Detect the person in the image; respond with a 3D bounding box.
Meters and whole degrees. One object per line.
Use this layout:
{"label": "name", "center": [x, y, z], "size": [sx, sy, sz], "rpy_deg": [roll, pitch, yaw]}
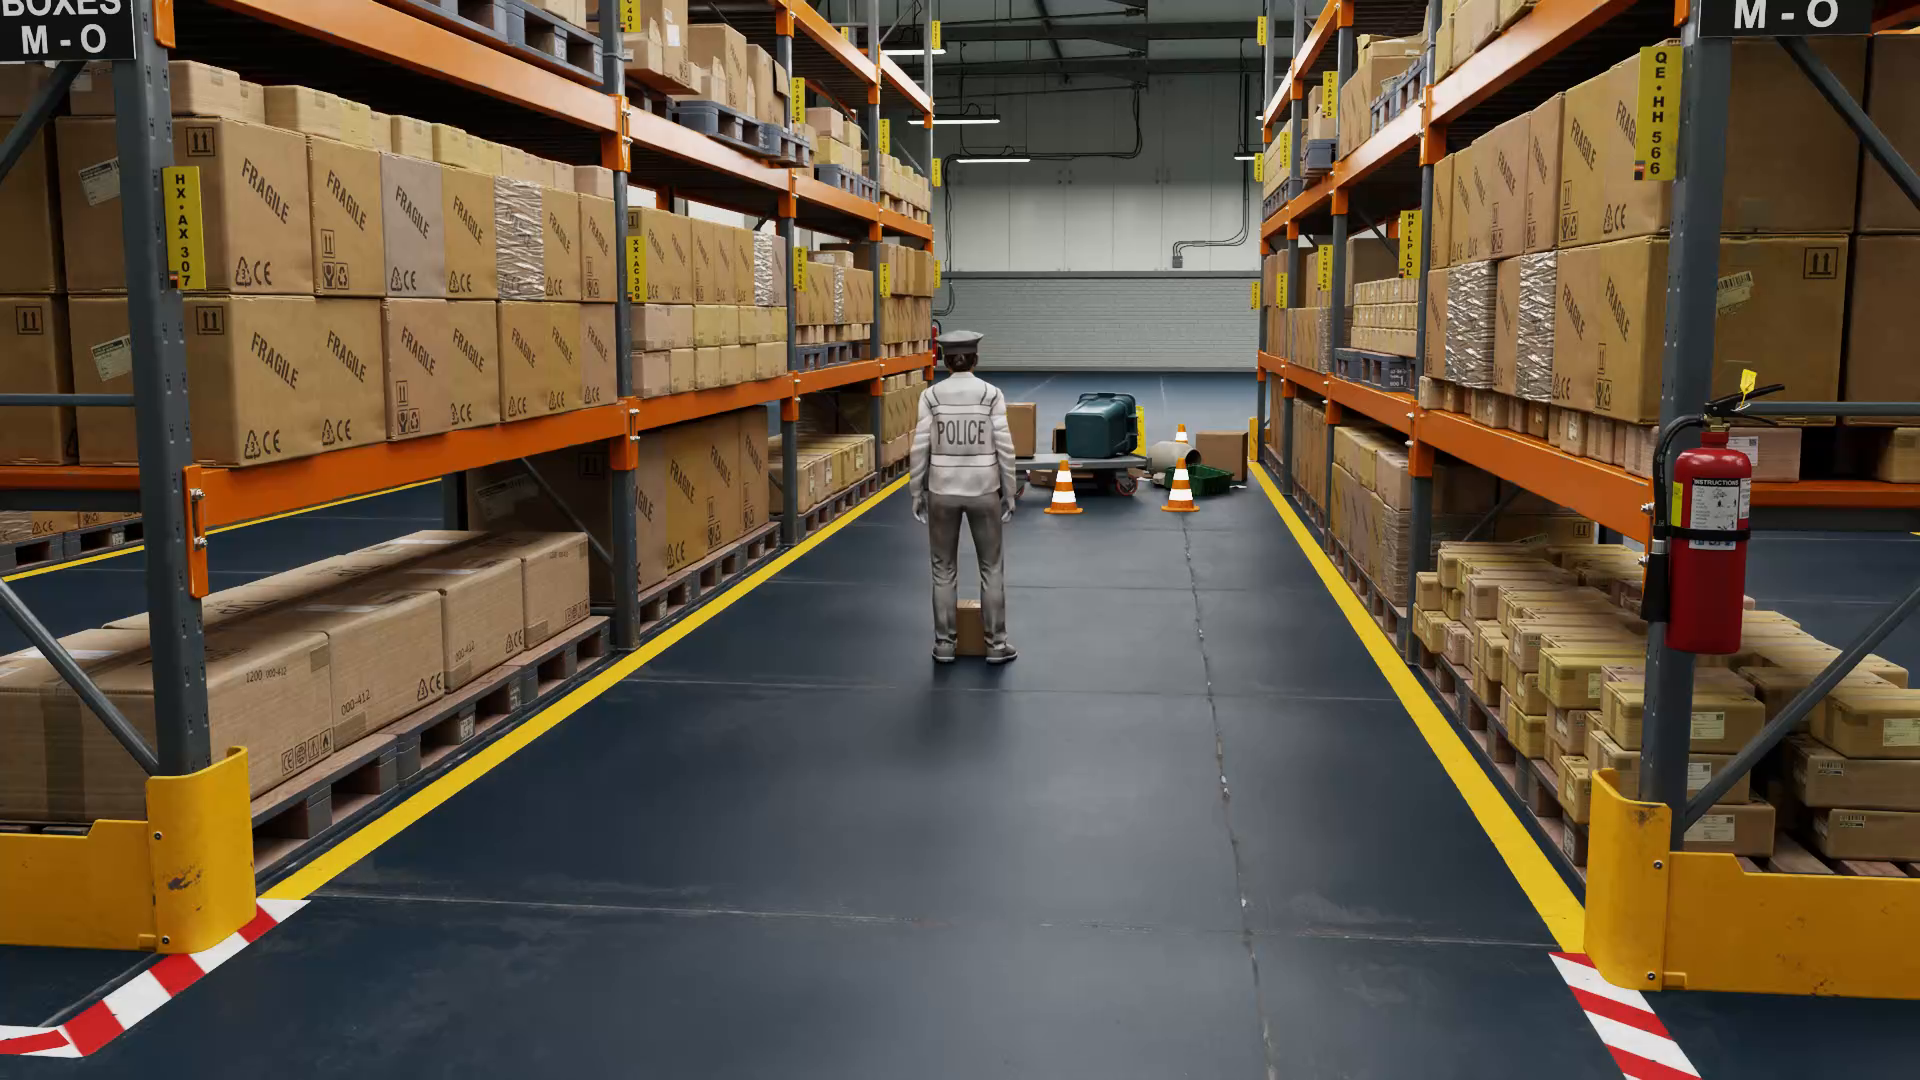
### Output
{"label": "person", "center": [0.017, -0.214, 8.356], "size": [0.544, 1.666, 0.371], "rpy_deg": [1, 8, 4]}
